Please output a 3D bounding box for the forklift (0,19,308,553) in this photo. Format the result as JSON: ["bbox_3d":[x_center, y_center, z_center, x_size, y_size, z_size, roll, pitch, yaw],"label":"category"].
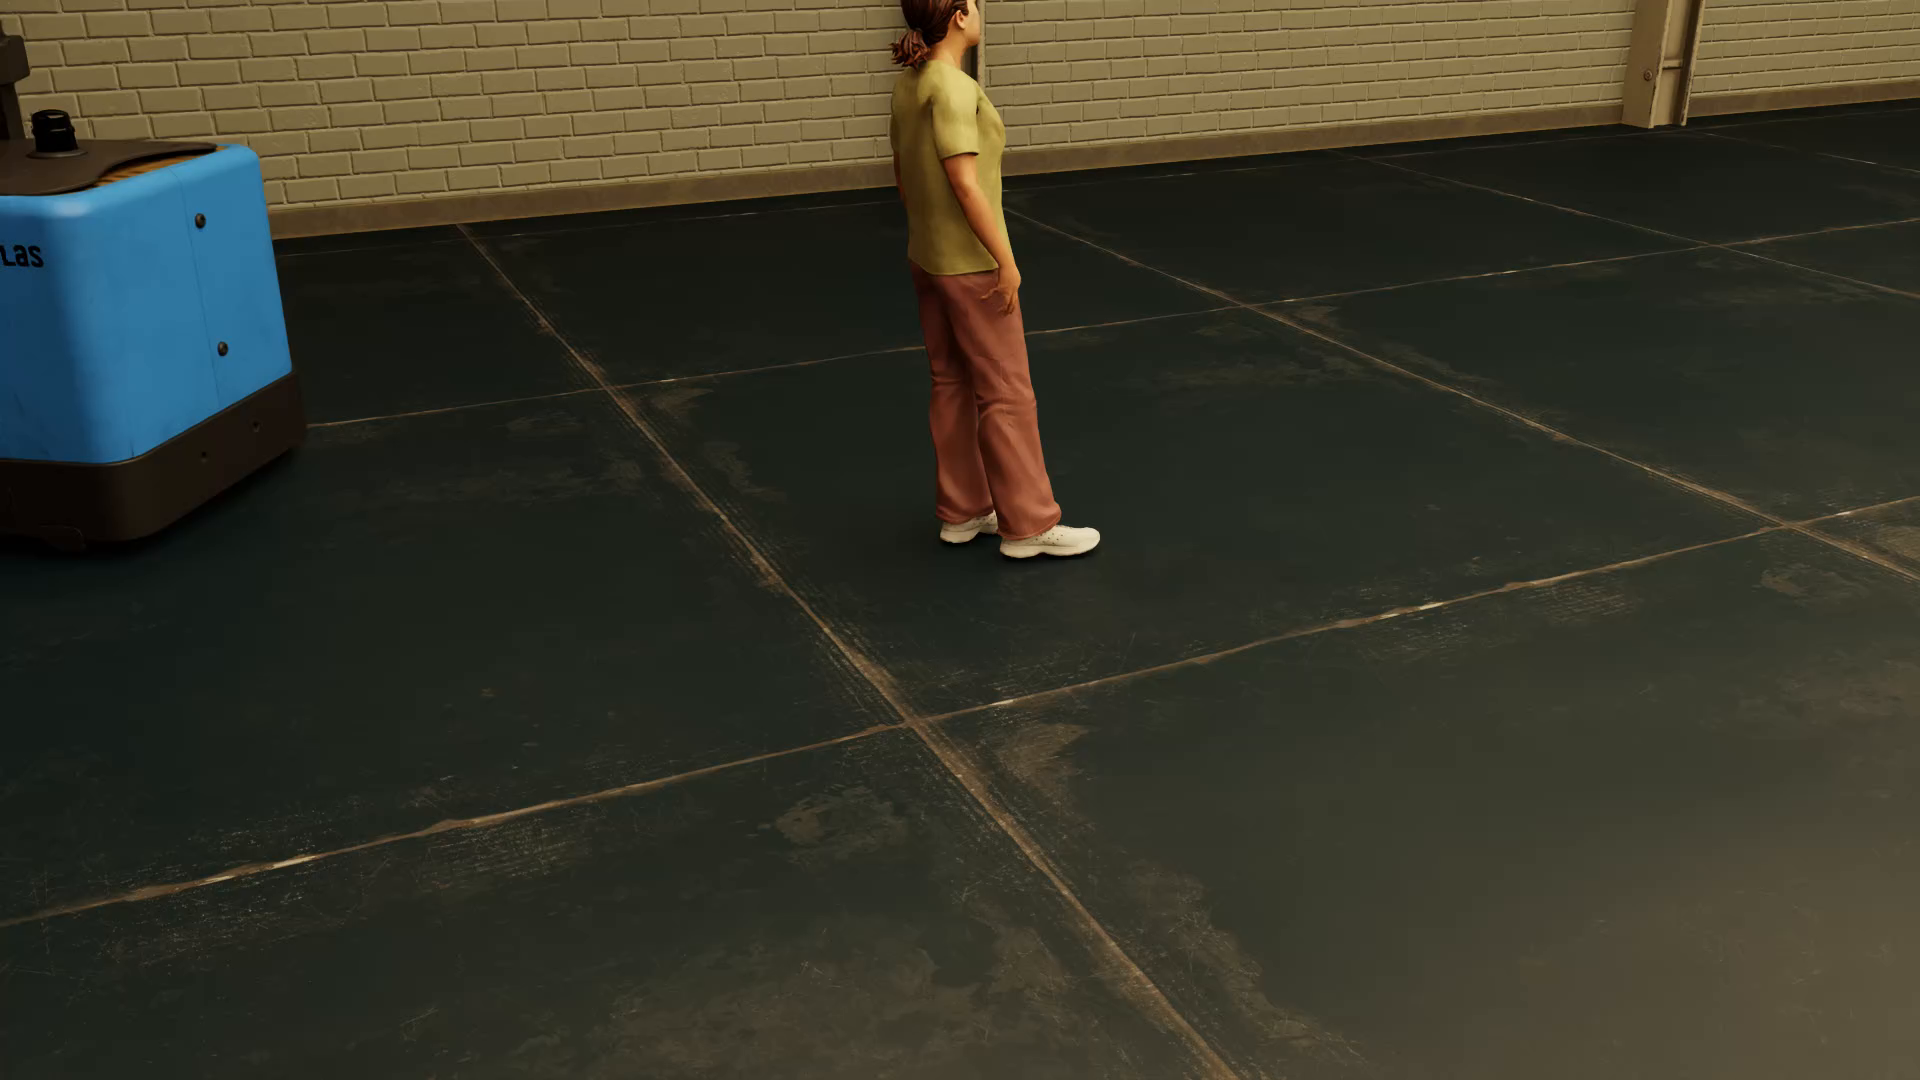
[{"bbox_3d":[-3.830,-1.562,5.047,3.031,2.935,1.130,3,23,8],"label":"forklift"}]

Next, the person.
[{"bbox_3d":[0.071,-0.789,4.802,0.549,1.675,0.555,-10,25,-23],"label":"person"}]
